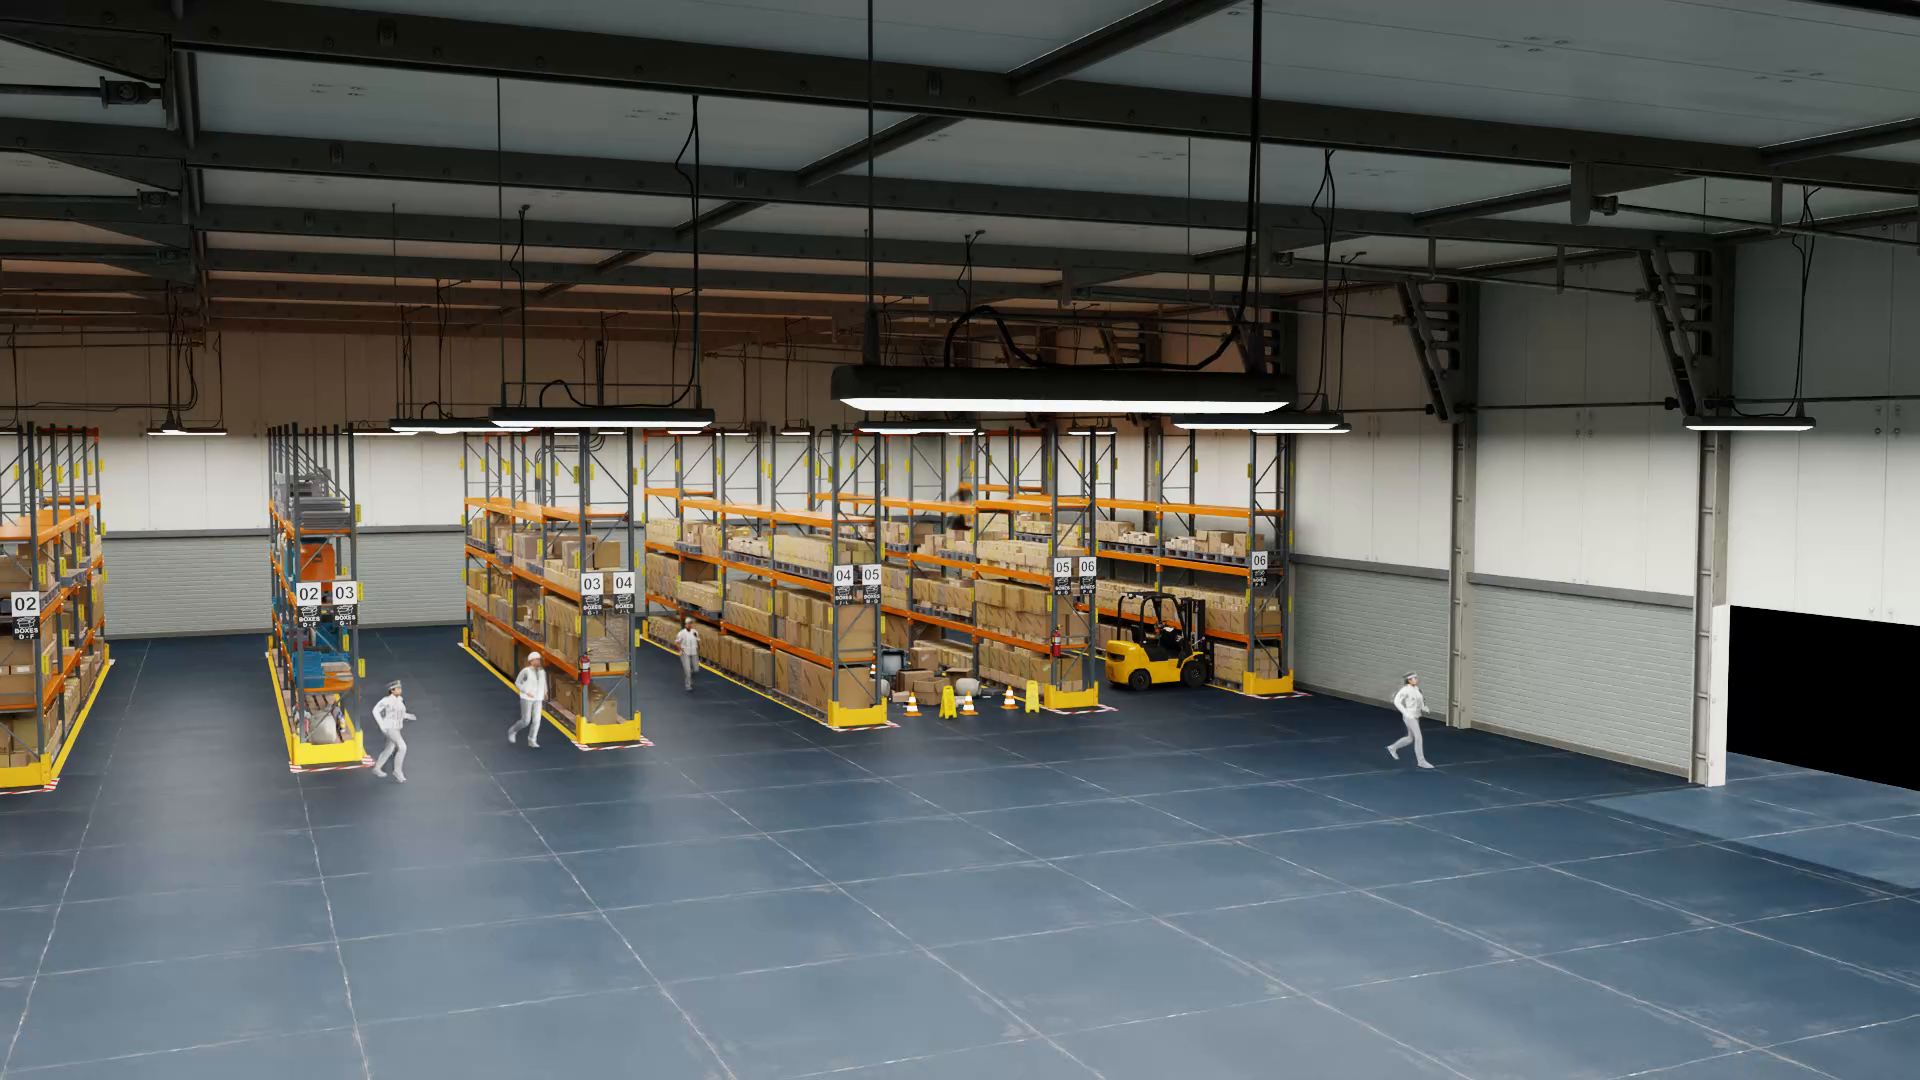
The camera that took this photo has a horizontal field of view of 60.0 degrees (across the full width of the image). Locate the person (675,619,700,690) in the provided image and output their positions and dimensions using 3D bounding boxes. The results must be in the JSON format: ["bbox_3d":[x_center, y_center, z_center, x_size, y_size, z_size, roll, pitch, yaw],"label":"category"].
[{"bbox_3d":[-6.191,2.599,37.893,0.605,1.615,0.578,-2,4,-26],"label":"person"}]

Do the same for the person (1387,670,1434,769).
[{"bbox_3d":[7.846,3.098,28.929,0.863,1.683,0.627,3,4,38],"label":"person"}]

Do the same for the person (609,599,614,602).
[{"bbox_3d":[-10.187,1.929,48.276,0.988,1.736,0.671,3,5,45],"label":"person"}]

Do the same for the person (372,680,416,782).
[{"bbox_3d":[-9.503,3.195,27.833,0.814,1.727,0.534,1,4,8],"label":"person"}]

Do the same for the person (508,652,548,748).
[{"bbox_3d":[-7.952,2.956,30.981,0.746,1.742,0.707,3,5,42],"label":"person"}]
